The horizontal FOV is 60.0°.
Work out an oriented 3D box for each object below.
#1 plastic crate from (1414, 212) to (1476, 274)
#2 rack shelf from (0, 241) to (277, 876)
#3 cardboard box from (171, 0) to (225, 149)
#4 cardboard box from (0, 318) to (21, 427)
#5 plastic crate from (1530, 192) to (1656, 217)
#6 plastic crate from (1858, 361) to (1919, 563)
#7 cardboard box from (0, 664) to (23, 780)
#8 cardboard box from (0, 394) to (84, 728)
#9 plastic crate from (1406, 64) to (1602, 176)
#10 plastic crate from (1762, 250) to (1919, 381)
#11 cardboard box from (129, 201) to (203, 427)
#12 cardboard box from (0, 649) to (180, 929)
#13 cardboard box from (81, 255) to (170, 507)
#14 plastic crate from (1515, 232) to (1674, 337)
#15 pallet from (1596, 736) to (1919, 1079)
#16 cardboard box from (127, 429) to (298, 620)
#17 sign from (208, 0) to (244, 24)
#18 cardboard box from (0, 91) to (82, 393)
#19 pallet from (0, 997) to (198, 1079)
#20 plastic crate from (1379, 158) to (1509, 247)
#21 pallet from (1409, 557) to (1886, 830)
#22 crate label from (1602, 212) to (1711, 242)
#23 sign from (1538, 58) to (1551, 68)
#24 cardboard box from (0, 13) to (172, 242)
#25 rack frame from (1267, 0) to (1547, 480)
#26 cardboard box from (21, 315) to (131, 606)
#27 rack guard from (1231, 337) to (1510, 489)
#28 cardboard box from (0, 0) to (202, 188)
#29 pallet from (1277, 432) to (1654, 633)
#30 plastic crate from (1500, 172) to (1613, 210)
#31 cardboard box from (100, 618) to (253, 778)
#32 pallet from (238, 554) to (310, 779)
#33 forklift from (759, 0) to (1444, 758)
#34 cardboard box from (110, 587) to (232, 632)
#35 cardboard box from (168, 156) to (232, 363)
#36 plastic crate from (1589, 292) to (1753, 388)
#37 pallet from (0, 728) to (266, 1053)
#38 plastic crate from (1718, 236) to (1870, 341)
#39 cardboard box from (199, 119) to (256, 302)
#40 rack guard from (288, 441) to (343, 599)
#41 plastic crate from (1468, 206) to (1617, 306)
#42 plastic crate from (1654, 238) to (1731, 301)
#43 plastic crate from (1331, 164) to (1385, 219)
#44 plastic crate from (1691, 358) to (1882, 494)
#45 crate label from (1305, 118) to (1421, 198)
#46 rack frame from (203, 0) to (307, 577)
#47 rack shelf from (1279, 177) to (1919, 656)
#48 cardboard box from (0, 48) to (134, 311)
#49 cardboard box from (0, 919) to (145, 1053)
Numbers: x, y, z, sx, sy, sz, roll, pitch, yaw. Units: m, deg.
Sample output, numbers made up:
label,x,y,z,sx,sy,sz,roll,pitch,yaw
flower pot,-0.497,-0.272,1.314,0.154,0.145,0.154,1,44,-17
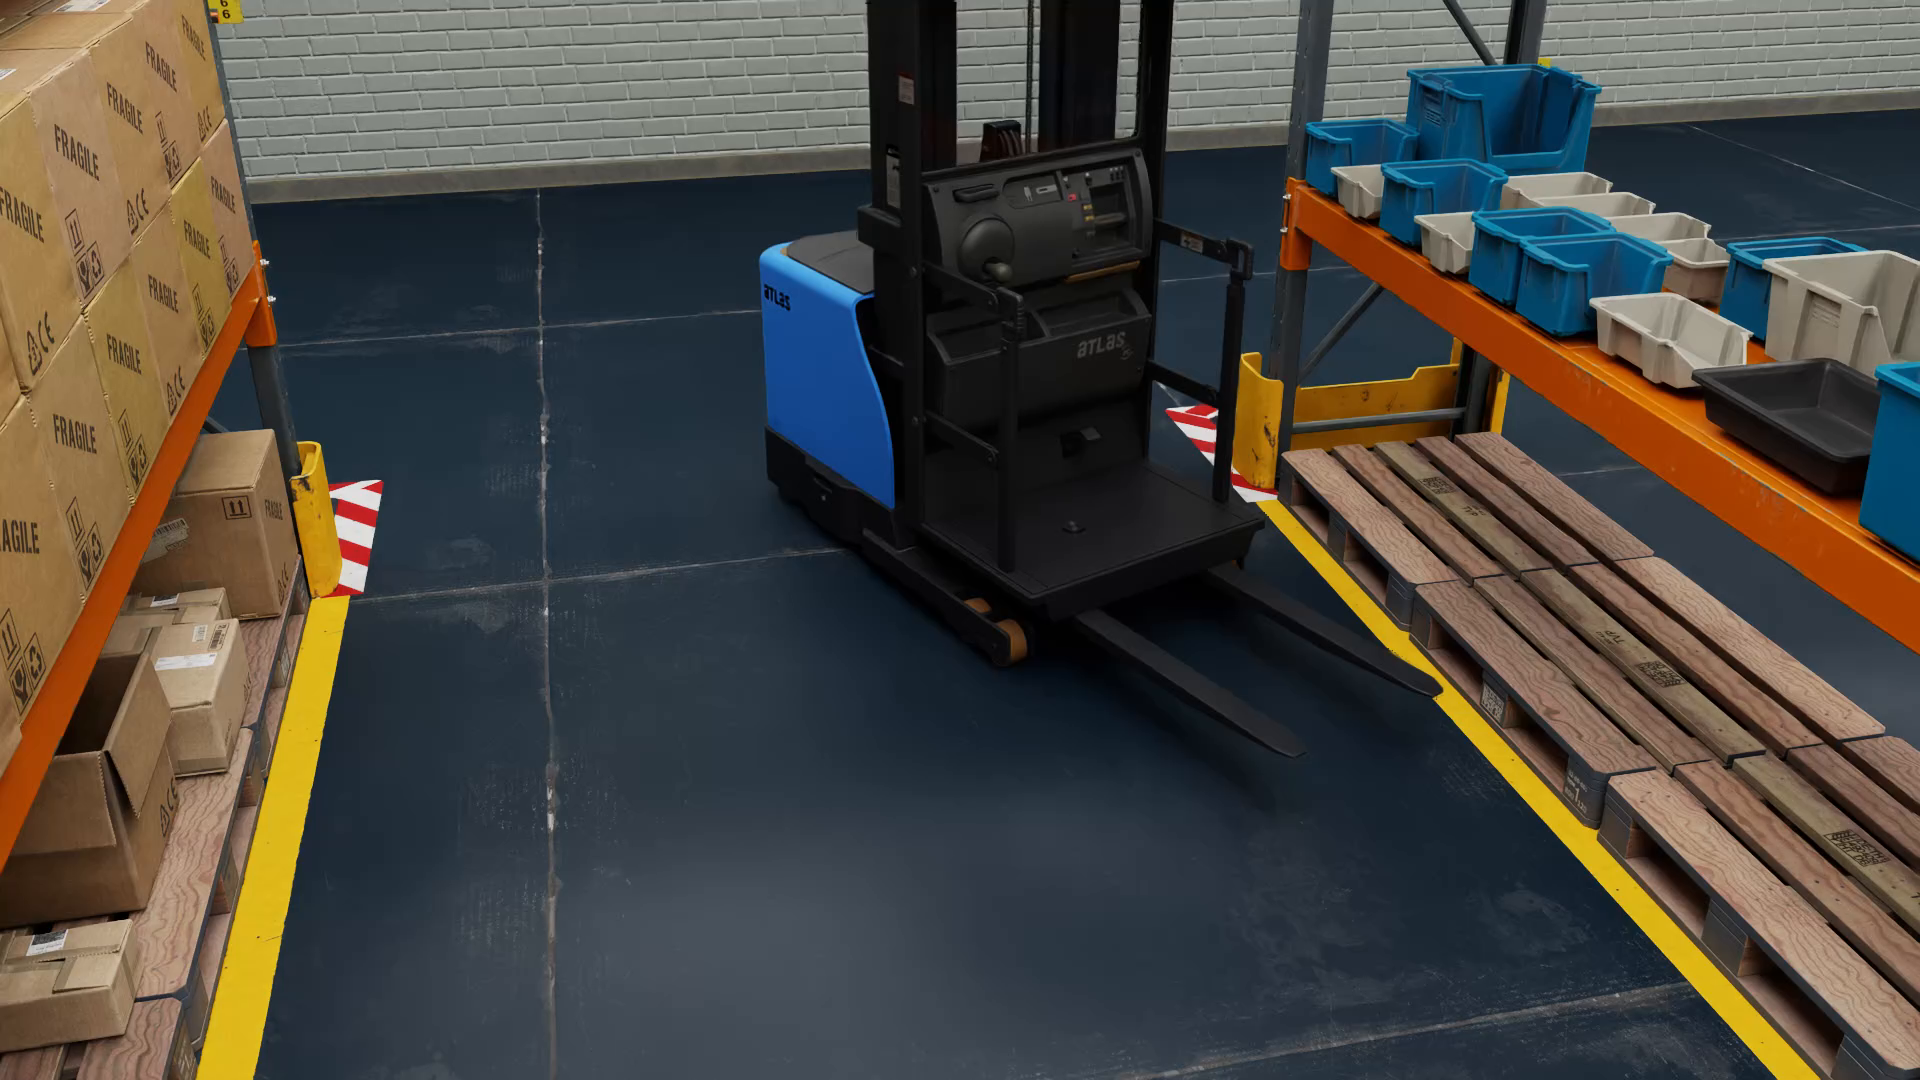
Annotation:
label,x,y,z,sx,sy,sz,roll,pitch,yaw
plastic crate,1.703,-0.997,5.623,0.250,0.136,0.298,-6,27,-12
rack shelf,-2.553,0.023,4.173,1.077,0.370,4.000,-6,27,-12
cardboard box,-2.635,-1.499,5.171,0.500,0.500,0.500,-6,27,-12
cardboard box,-2.051,-0.373,2.939,0.500,0.500,0.500,-7,28,-13
plastic crate,2.235,-1.118,5.862,0.396,0.136,0.243,-6,27,-12
plastic crate,2.287,-0.111,3.592,0.392,0.384,0.575,-6,27,-12
cardboard box,-1.951,0.284,2.747,0.500,0.500,0.500,-5,27,-10
cardboard box,-2.070,0.060,3.192,0.500,0.500,0.500,-5,27,-11
plastic crate,2.081,-1.592,6.469,0.616,0.435,0.499,-6,27,-12
plastic crate,2.560,-0.584,4.643,0.437,0.282,0.530,-6,27,-12
cardboard box,-2.410,-0.604,4.508,0.500,0.500,0.500,-6,27,-11
cardboard box,-2.530,0.674,4.368,0.797,0.503,0.637,-6,27,-12
cardboard box,-2.296,-0.383,4.069,0.500,0.500,0.500,-6,27,-12
plastic crate,1.923,-0.778,5.081,0.416,0.233,0.300,-6,27,-12
pallet,2.521,1.005,4.525,1.003,0.211,1.213,-6,27,-12
cardboard box,-2.641,-0.043,5.791,0.500,0.500,0.500,-6,27,-12
sign,-2.458,-1.881,5.513,0.100,0.325,0.005,-6,27,-12
cardboard box,-2.166,-0.598,3.386,0.500,0.500,0.500,-7,28,-13
pallet,-2.256,1.524,3.497,1.003,0.211,1.213,-6,27,-12
plastic crate,1.707,-1.198,5.914,0.416,0.233,0.300,-6,27,-12
pallet,2.243,0.468,5.588,1.003,0.211,1.213,-6,27,-12
crate label,2.321,-0.998,5.624,0.396,0.136,0.243,-6,27,-12
sign,2.356,-1.813,6.832,0.100,0.325,0.005,-6,27,-12
cardboard box,-2.399,-1.050,4.282,0.500,0.500,0.500,-5,27,-10
rack frame,1.823,-1.677,6.744,1.000,3.000,0.127,-6,27,-12
cardboard box,-2.180,-0.160,3.627,0.500,0.500,0.500,-6,27,-12
rack guard,1.805,-0.570,7.325,1.175,0.500,0.348,-6,27,-12
cardboard box,-2.520,-1.278,4.732,0.500,0.500,0.500,-5,27,-10
pallet,1.971,-0.066,6.647,1.003,0.211,1.213,-6,27,-12
plastic crate,2.184,-1.247,6.117,0.396,0.136,0.243,-6,27,-12
cardboard box,-2.456,0.489,5.015,0.500,0.250,0.500,-6,27,-12
pallet,-2.806,0.453,5.620,1.003,0.211,1.213,-6,27,-12
forklift,0.417,-1.108,5.692,1.130,2.935,3.031,-17,31,-30
cardboard box,-2.637,0.293,5.496,0.380,0.166,0.250,-6,27,-12
cardboard box,-2.517,-0.824,4.943,0.500,0.500,0.500,-6,27,-11
plastic crate,2.040,-0.564,4.765,0.293,0.136,0.466,-6,27,-12
pallet,-2.534,0.987,4.560,1.003,0.211,1.213,-6,27,-12
plastic crate,2.536,-0.754,5.033,0.416,0.233,0.300,-6,27,-12
cardboard box,-2.637,-1.051,5.393,0.500,0.500,0.500,-5,27,-10
rack guard,-2.986,-0.026,6.248,1.175,0.500,0.348,-6,27,-12
plastic crate,1.855,-0.909,5.342,0.416,0.233,0.300,-6,27,-12
plastic crate,2.406,-0.870,5.371,0.298,0.136,0.250,-6,27,-12
plastic crate,1.550,-1.295,6.213,0.250,0.136,0.298,-6,27,-12
plastic crate,2.211,-0.289,4.233,0.437,0.125,0.590,-6,27,-12
crate label,1.558,-1.487,6.487,0.416,0.233,0.303,-6,27,-12
rack frame,-3.003,-1.176,5.750,1.000,3.000,0.127,-6,27,-12
rack shelf,2.274,-0.478,5.166,1.077,0.370,4.000,-6,27,-12
cardboard box,-2.283,-0.825,3.835,0.500,0.500,0.500,-5,27,-10
cardboard box,-2.190,1.064,3.970,0.380,0.166,0.250,-6,27,-12
